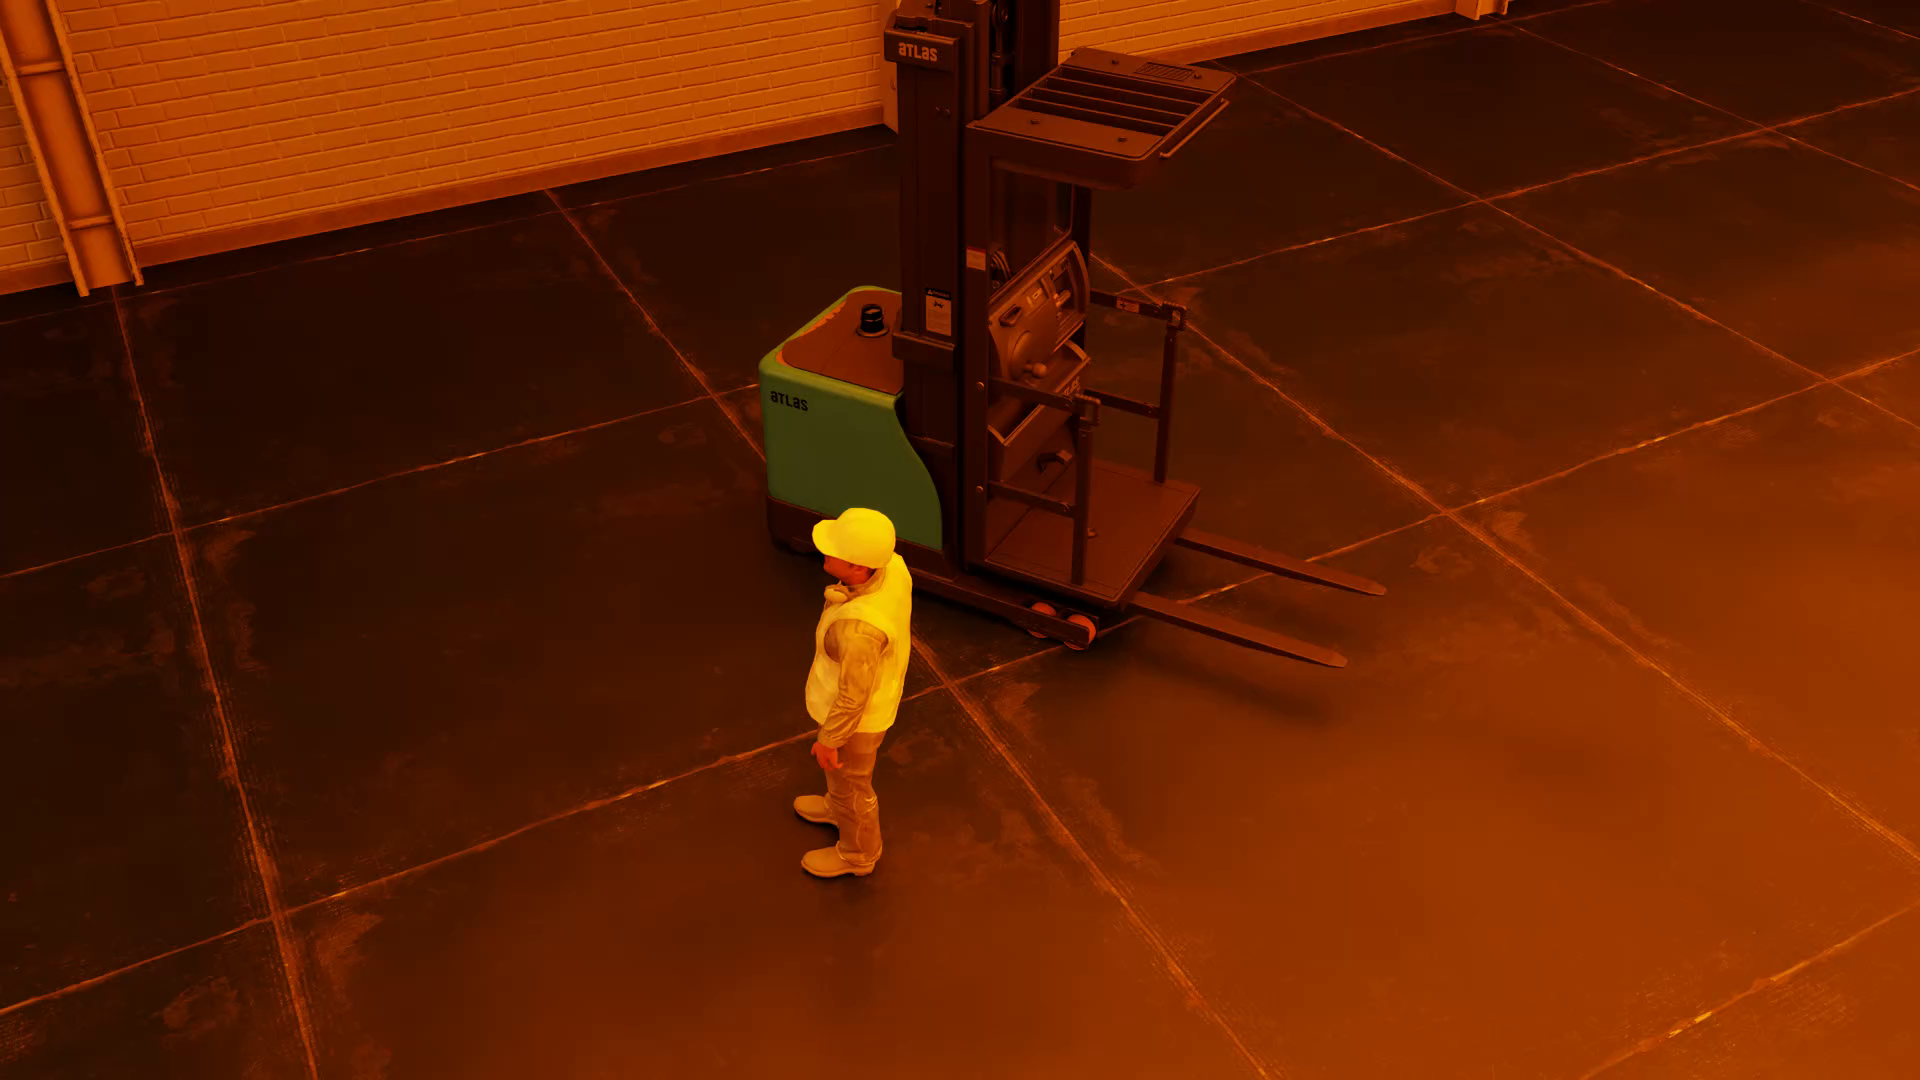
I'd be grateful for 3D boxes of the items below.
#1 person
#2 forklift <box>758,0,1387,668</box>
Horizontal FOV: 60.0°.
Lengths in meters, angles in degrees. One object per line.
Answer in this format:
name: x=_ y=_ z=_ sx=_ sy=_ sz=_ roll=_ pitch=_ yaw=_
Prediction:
person: x=-0.467 y=0.587 z=6.281 sx=0.567 sy=1.775 sz=0.632 roll=6 pitch=36 yaw=8
forklift: x=0.550 y=-1.026 z=7.574 sx=3.031 sy=2.935 sz=1.130 roll=17 pitch=39 yaw=23
